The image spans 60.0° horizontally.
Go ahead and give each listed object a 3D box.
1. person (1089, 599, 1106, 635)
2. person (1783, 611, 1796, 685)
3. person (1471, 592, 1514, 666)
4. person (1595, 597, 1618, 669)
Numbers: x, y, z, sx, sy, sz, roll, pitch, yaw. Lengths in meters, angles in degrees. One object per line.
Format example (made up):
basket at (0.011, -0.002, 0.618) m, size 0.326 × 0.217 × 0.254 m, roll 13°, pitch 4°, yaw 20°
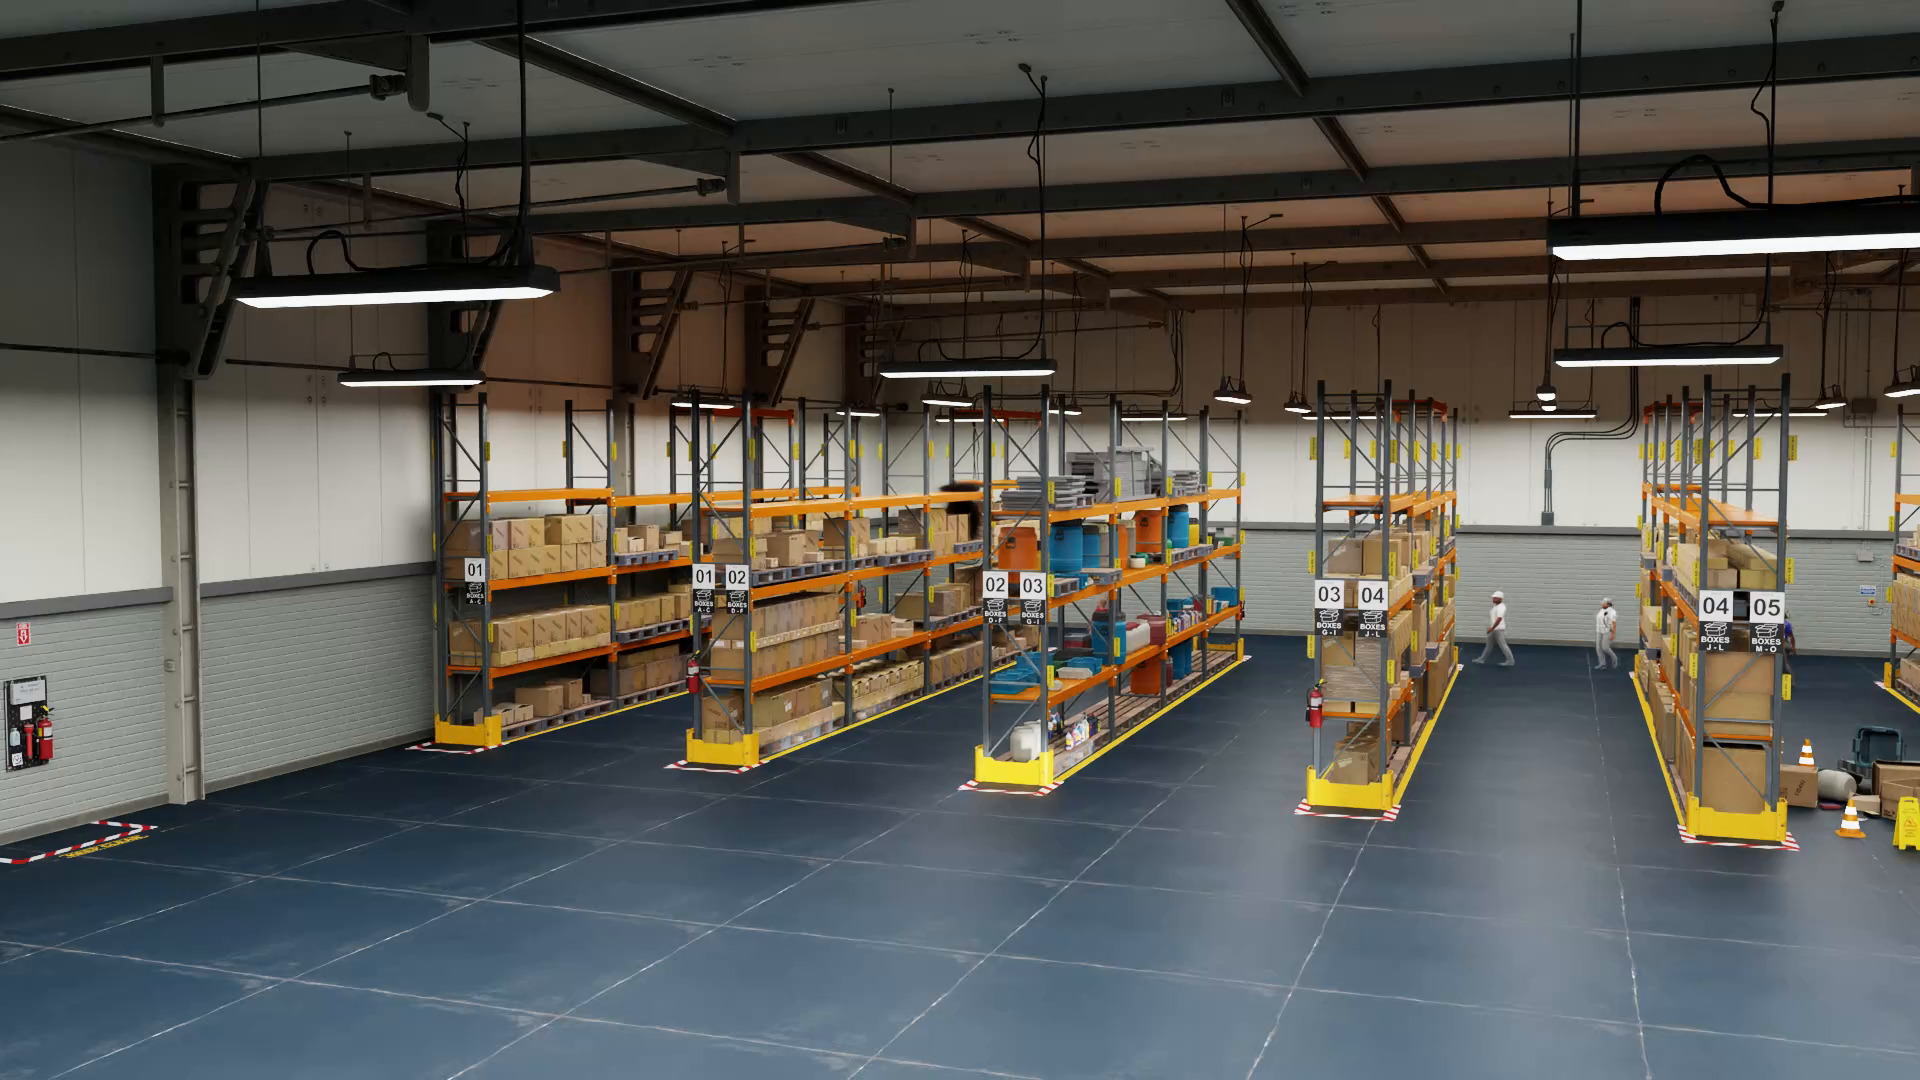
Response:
person at (2.991, 2.139, 36.163) m, size 0.428 × 1.736 × 0.687 m, roll 0°, pitch 3°, yaw 0°
person at (17.524, 2.289, 35.563) m, size 0.655 × 1.575 × 0.987 m, roll -1°, pitch 3°, yaw -16°
person at (12.403, 2.053, 38.694) m, size 0.996 × 1.713 × 0.643 m, roll 1°, pitch 3°, yaw 24°
person at (14.777, 2.135, 38.024) m, size 0.492 × 1.652 × 0.518 m, roll -1°, pitch 3°, yaw -26°
